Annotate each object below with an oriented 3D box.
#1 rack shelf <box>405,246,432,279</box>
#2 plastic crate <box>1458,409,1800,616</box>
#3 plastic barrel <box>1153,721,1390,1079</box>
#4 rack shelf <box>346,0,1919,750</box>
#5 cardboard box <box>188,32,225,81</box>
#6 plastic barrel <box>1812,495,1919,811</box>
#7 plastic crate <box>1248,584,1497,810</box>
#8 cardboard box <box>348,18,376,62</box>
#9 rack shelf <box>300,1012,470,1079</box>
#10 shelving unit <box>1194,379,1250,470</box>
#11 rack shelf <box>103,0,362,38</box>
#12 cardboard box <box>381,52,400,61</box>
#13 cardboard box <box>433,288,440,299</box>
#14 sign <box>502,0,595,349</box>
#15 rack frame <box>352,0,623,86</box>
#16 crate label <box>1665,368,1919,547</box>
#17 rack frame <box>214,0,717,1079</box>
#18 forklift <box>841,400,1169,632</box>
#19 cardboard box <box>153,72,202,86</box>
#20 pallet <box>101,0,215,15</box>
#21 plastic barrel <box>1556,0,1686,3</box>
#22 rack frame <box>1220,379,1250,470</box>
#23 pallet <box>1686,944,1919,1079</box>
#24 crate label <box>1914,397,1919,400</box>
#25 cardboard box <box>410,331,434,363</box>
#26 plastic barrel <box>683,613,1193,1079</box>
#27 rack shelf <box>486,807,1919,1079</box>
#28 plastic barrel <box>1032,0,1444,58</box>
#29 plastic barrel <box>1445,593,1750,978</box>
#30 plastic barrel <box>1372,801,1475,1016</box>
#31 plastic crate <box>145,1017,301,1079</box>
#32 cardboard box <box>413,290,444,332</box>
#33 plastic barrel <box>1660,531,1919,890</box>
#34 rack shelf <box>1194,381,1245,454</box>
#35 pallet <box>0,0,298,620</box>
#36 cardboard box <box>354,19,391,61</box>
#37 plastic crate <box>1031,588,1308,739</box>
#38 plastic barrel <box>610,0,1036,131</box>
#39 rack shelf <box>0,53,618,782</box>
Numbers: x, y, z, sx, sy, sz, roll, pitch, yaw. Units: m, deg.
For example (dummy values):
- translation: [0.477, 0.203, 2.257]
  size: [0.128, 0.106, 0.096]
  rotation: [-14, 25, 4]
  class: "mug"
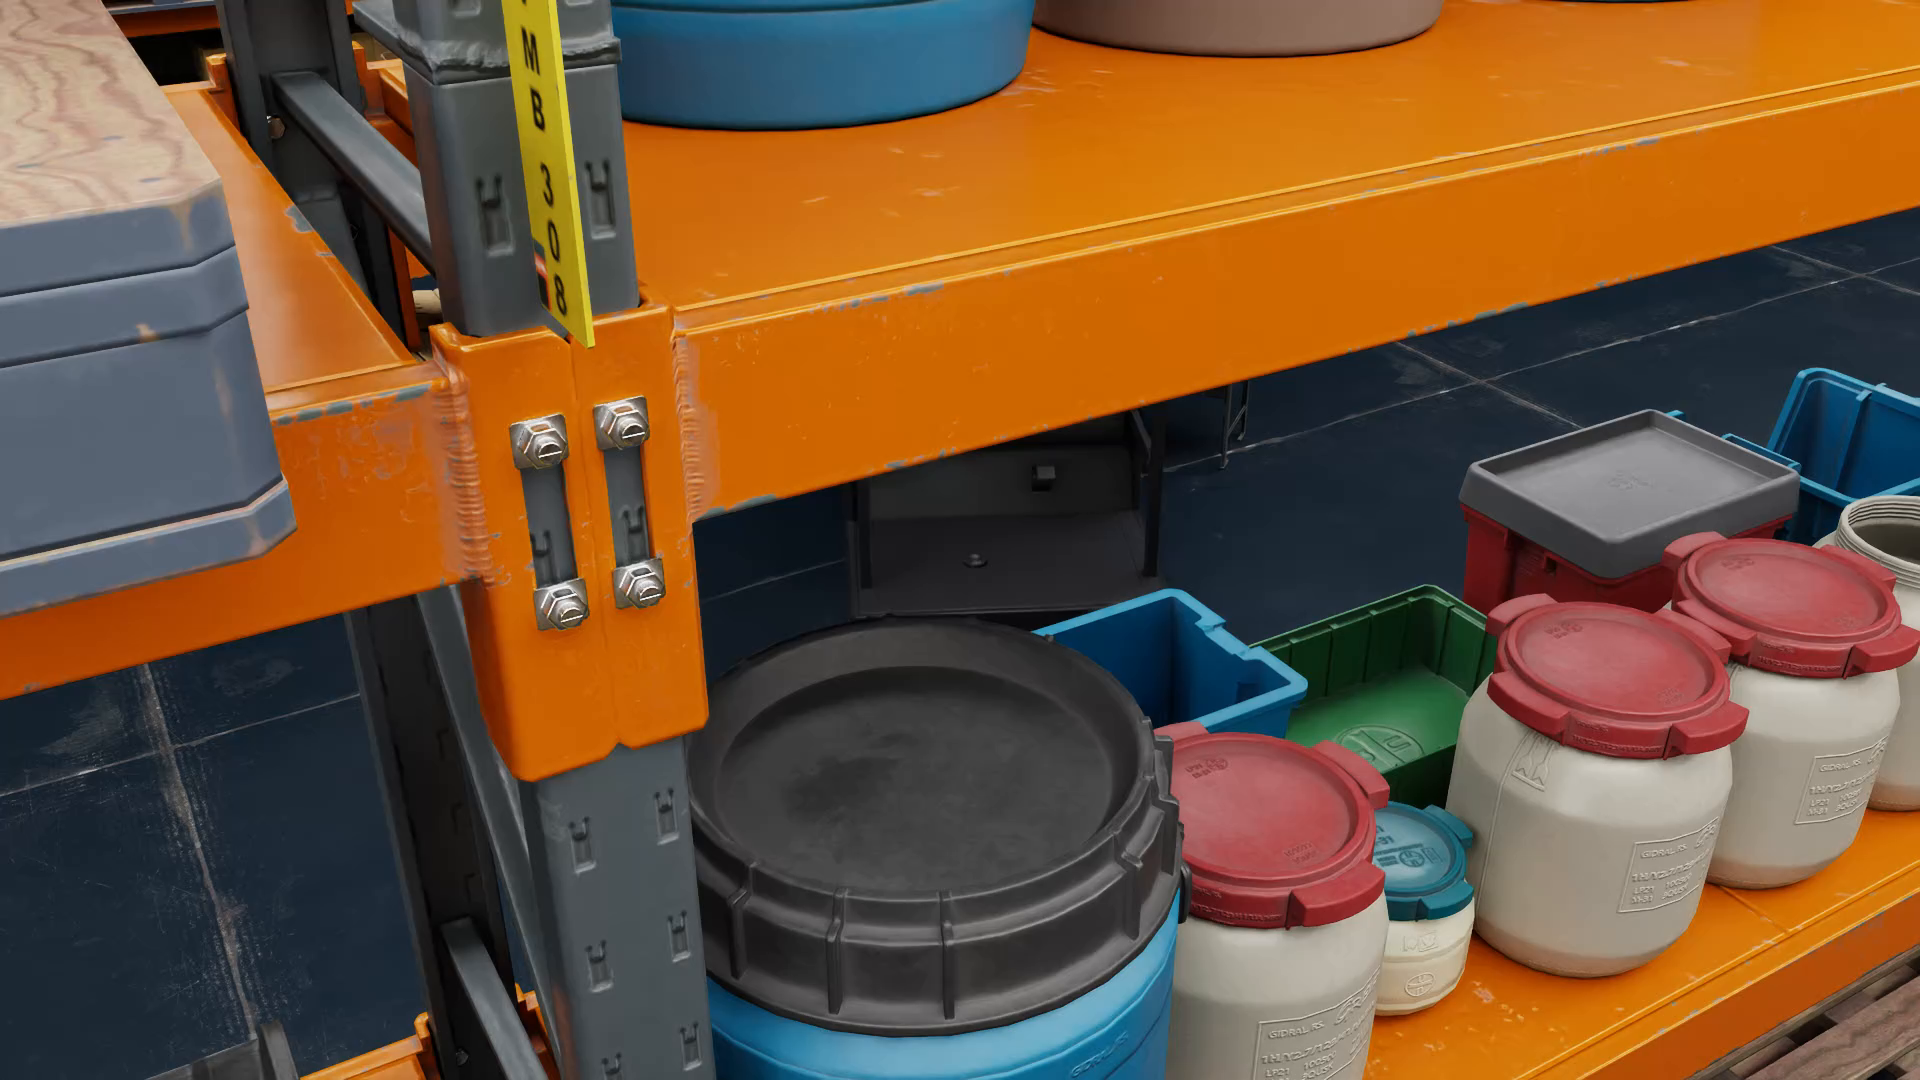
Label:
- translation: [-1.319, -1.442, 7.003]
  size: [4.000, 0.370, 1.077]
  rotation: [-16, 33, -26]
  class: "rack shelf"
- translation: [1.364, 0.058, 3.474]
  size: [0.583, 0.464, 0.402]
  rotation: [-16, 33, -26]
  class: "plastic crate"
- translation: [0.399, 0.595, 2.427]
  size: [0.433, 0.535, 0.433]
  rotation: [0, 29, 0]
  class: "plastic barrel"
- translation: [1.188, -0.691, 2.537]
  size: [4.000, 0.370, 1.077]
  rotation: [-16, 33, -26]
  class: "rack shelf"
- translation: [-4.552, -3.053, 10.533]
  size: [0.500, 0.250, 0.500]
  rotation: [-17, 33, -27]
  class: "cardboard box"
- translation: [1.770, 0.213, 3.144]
  size: [0.421, 0.512, 0.421]
  rotation: [0, 29, 0]
  class: "plastic barrel"
- translation: [0.822, 0.346, 3.238]
  size: [0.662, 0.188, 0.450]
  rotation: [-16, 33, -26]
  class: "plastic crate"
- translation: [-4.105, -3.182, 10.767]
  size: [0.500, 0.250, 0.500]
  rotation: [-17, 33, -28]
  class: "cardboard box"
- translation: [-2.261, 1.602, 1.488]
  size: [4.000, 0.370, 1.077]
  rotation: [-16, 33, -26]
  class: "rack shelf"
- translation: [1.000, -1.361, 7.044]
  size: [0.503, 2.100, 0.431]
  rotation: [11, 31, 19]
  class: "shelving unit"
- translation: [-3.831, -3.505, 10.740]
  size: [4.000, 0.370, 1.077]
  rotation: [-16, 33, -26]
  class: "rack shelf"
- translation: [-1.918, -1.621, 6.480]
  size: [0.500, 0.500, 0.500]
  rotation: [-13, 32, -23]
  class: "cardboard box"
- translation: [-1.962, -0.963, 7.220]
  size: [0.500, 0.311, 0.500]
  rotation: [-16, 33, -26]
  class: "cardboard box"
- translation: [-0.268, -0.288, 1.054]
  size: [0.005, 0.325, 0.100]
  rotation: [-16, 33, -26]
  class: "sign"
- translation: [-0.537, -1.829, 0.752]
  size: [0.127, 3.000, 1.000]
  rotation: [-16, 33, -26]
  class: "rack frame"
- translation: [1.918, -0.067, 3.730]
  size: [0.616, 0.435, 0.502]
  rotation: [-16, 33, -26]
  class: "crate label"
- translation: [-0.537, 0.797, 2.201]
  size: [0.127, 3.000, 1.000]
  rotation: [-16, 33, -26]
  class: "rack frame"
- translation: [0.146, -0.960, 5.456]
  size: [1.130, 2.935, 3.031]
  rotation: [-2, 29, -4]
  class: "forklift"
- translation: [-4.930, -2.615, 10.516]
  size: [0.500, 0.500, 0.700]
  rotation: [-15, 32, -25]
  class: "cardboard box"
- translation: [-4.823, -3.372, 9.955]
  size: [1.213, 0.211, 1.003]
  rotation: [-16, 33, -26]
  class: "pallet"
- translation: [0.920, -1.271, 2.325]
  size: [0.708, 0.901, 0.600]
  rotation: [-16, 33, -26]
  class: "plastic barrel"
- translation: [1.226, -1.317, 6.963]
  size: [0.015, 2.100, 0.400]
  rotation: [11, 31, 19]
  class: "rack frame"
- translation: [2.224, 1.212, 4.335]
  size: [1.213, 0.211, 1.003]
  rotation: [-16, 33, -26]
  class: "pallet"
- translation: [2.359, -0.162, 4.112]
  size: [0.416, 0.233, 0.303]
  rotation: [-16, 33, -26]
  class: "crate label"
- translation: [-2.126, -0.611, 6.583]
  size: [0.500, 0.311, 0.500]
  rotation: [-16, 33, -27]
  class: "cardboard box"
- translation: [-0.050, 0.609, 2.023]
  size: [0.708, 0.901, 0.600]
  rotation: [-16, 33, -26]
  class: "plastic barrel"
- translation: [1.188, 0.622, 3.262]
  size: [4.000, 0.370, 1.077]
  rotation: [-16, 33, -26]
  class: "rack shelf"
- translation: [0.356, -1.111, 2.035]
  size: [0.600, 0.901, 0.600]
  rotation: [0, 29, 0]
  class: "plastic barrel"
- translation: [1.032, 0.415, 2.753]
  size: [0.433, 0.535, 0.433]
  rotation: [0, 29, 0]
  class: "plastic barrel"
- translation: [0.682, 0.598, 2.706]
  size: [0.301, 0.262, 0.301]
  rotation: [0, 29, 0]
  class: "plastic barrel"
- translation: [-1.053, 0.899, 2.080]
  size: [0.504, 0.338, 0.767]
  rotation: [-16, 33, -26]
  class: "plastic crate"
- translation: [-2.394, -0.841, 7.001]
  size: [0.500, 0.311, 0.500]
  rotation: [-15, 32, -25]
  class: "cardboard box"
- translation: [1.405, 0.309, 2.945]
  size: [0.433, 0.535, 0.433]
  rotation: [0, 29, 0]
  class: "plastic barrel"
- translation: [1.000, -0.737, 7.388]
  size: [0.480, 0.518, 0.431]
  rotation: [11, 31, 19]
  class: "rack shelf"
- translation: [-1.109, -0.216, 1.128]
  size: [1.003, 0.211, 1.213]
  rotation: [-16, 33, -26]
  class: "pallet"
- translation: [-3.666, -3.296, 10.974]
  size: [0.500, 0.250, 0.500]
  rotation: [-16, 33, -27]
  class: "cardboard box"
- translation: [0.257, 0.404, 2.929]
  size: [0.575, 0.384, 0.392]
  rotation: [-16, 33, -26]
  class: "plastic crate"
- translation: [-0.208, -0.951, 1.745]
  size: [0.708, 0.901, 0.600]
  rotation: [-16, 33, -26]
  class: "plastic barrel"
- translation: [-2.261, 0.288, 0.763]
  size: [4.000, 0.370, 1.077]
  rotation: [-16, 33, -26]
  class: "rack shelf"
